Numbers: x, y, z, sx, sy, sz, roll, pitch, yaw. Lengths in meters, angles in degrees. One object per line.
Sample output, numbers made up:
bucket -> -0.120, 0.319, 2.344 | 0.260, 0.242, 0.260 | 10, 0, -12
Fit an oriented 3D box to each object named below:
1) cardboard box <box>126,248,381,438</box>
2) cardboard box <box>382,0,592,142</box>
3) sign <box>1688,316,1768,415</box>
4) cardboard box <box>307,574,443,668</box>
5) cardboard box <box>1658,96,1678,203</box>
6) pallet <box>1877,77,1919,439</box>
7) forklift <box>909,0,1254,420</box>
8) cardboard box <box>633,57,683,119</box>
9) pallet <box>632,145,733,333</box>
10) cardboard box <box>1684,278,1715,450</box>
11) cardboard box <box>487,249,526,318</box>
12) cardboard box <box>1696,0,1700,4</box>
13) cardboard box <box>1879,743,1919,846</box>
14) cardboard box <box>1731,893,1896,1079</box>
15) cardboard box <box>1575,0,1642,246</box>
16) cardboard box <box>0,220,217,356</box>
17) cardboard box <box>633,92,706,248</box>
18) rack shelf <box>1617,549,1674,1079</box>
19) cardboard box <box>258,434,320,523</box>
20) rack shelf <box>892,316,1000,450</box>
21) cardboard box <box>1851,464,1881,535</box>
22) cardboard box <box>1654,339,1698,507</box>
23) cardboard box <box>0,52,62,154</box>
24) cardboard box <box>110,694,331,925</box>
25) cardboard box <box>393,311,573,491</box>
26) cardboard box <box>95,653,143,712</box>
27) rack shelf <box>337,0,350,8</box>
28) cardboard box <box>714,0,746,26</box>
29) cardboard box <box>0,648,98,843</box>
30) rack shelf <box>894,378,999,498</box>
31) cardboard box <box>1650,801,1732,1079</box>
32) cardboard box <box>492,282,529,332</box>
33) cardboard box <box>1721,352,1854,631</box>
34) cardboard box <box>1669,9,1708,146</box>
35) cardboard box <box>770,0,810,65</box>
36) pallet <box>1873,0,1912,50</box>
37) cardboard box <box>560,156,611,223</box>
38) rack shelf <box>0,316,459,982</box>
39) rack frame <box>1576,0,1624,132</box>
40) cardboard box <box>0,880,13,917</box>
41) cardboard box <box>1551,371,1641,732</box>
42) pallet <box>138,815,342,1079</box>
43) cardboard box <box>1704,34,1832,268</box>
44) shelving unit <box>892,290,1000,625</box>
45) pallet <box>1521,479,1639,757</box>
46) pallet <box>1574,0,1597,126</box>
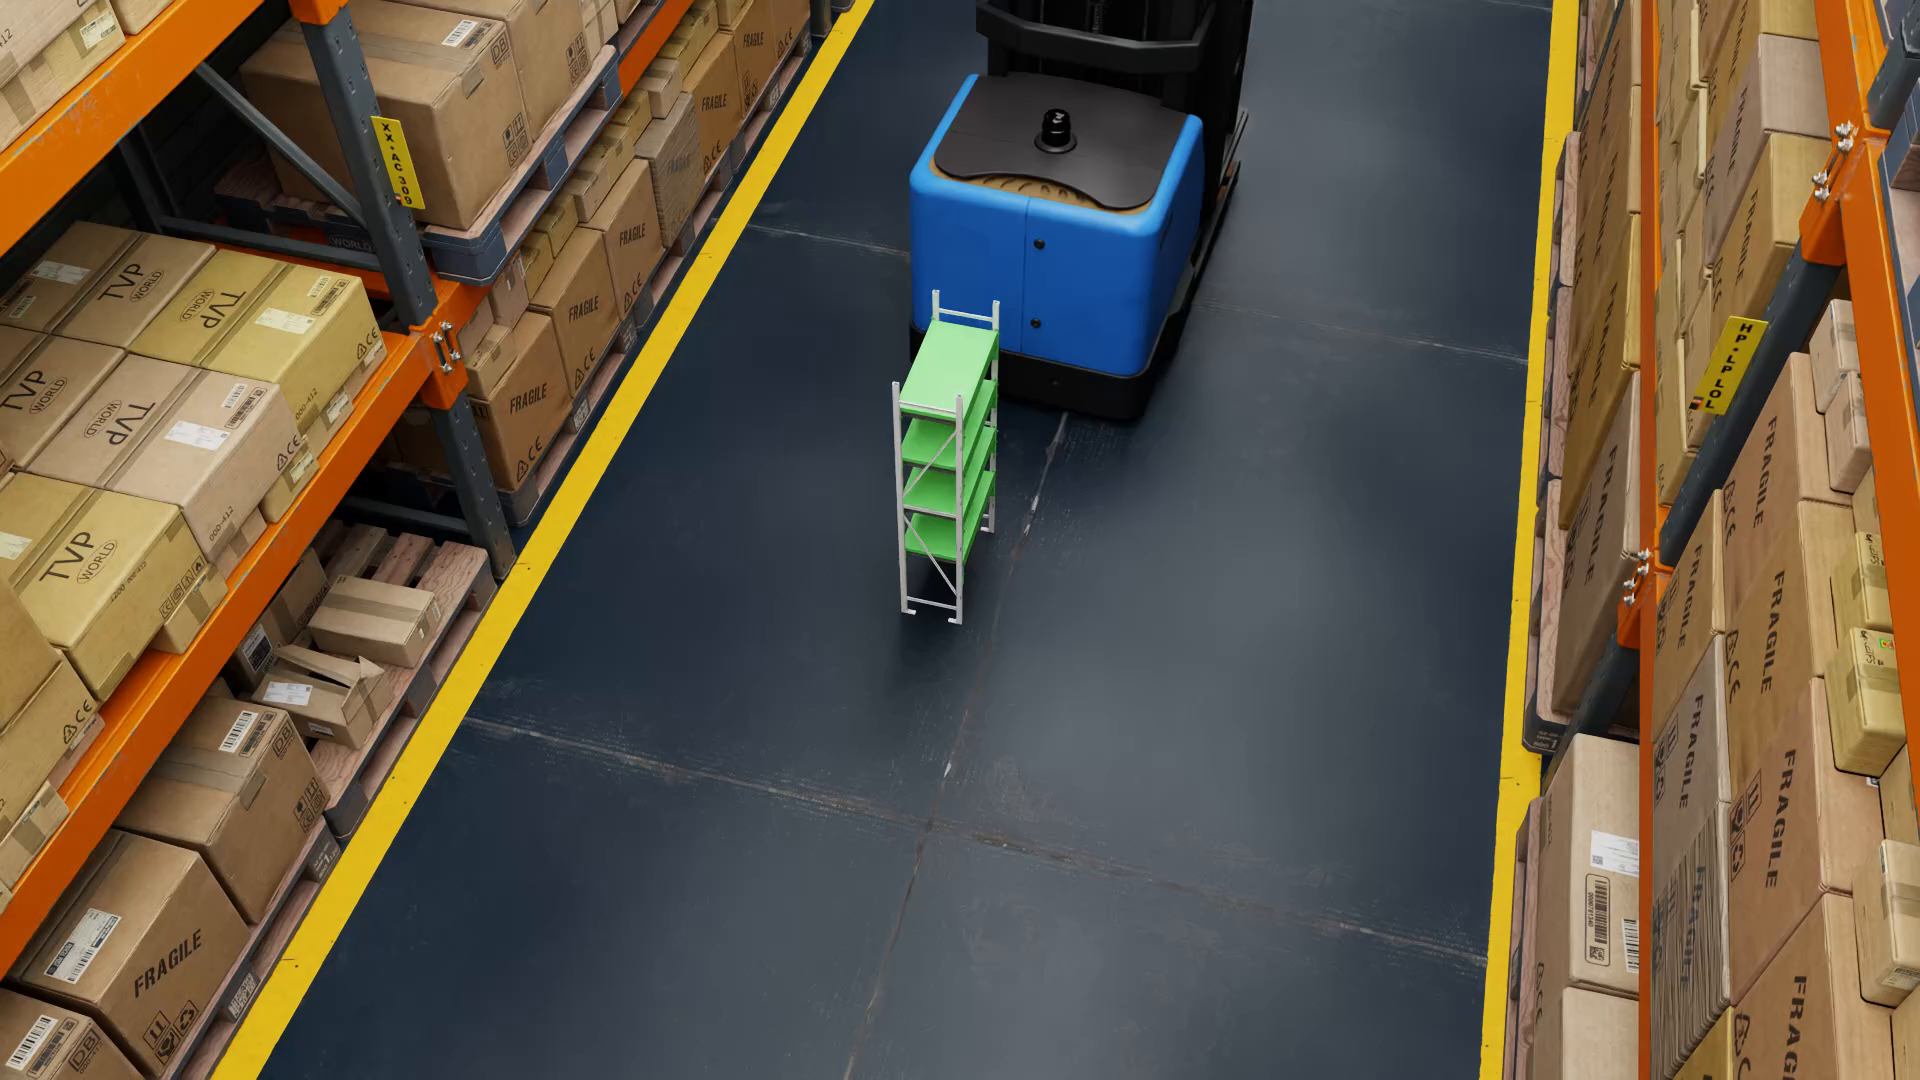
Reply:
cardboard box -> -2.153, -0.605, 5.103 | 0.500, 0.250, 0.500 | 13, 50, 11
cardboard box -> -1.775, -1.825, 5.932 | 0.700, 0.500, 0.500 | 12, 50, 10
sign -> 2.009, -0.452, 4.348 | 0.100, 0.325, 0.005 | 12, 50, 10
cardboard box -> -2.118, 0.293, 6.031 | 0.380, 0.149, 0.250 | 10, 49, 9
cardboard box -> 2.828, -1.424, 6.025 | 0.500, 0.250, 0.500 | 12, 50, 10
pallet -> 2.310, -0.369, 3.052 | 1.003, 0.211, 1.213 | 12, 50, 10
forklift -> 0.734, -2.609, 7.017 | 1.130, 2.935, 3.031 | 14, 50, 12
cardboard box -> -1.463, -2.031, 7.415 | 0.380, 0.149, 0.250 | 9, 49, 8
pallet -> -1.757, -1.531, 7.879 | 1.003, 0.211, 1.213 | 12, 50, 10
cardboard box -> 2.417, -0.478, 4.857 | 0.500, 0.250, 0.500 | 12, 50, 10
cardboard box -> -1.881, -1.002, 6.308 | 0.380, 0.149, 0.250 | 9, 49, 8
cardboard box -> 2.950, -2.212, 5.887 | 0.500, 0.500, 0.500 | 13, 50, 11
cardboard box -> 1.914, 0.537, 3.028 | 0.380, 0.149, 0.250 | 11, 50, 10
cardboard box -> 1.757, 1.034, 3.022 | 0.500, 0.500, 0.500 | 11, 50, 10
cardboard box -> 3.326, -1.841, 7.430 | 0.875, 0.875, 0.875 | 11, 50, 10
cardboard box -> -2.645, -0.716, 5.202 | 0.500, 0.250, 0.500 | 11, 50, 10
cardboard box -> -1.501, -1.711, 7.565 | 0.500, 0.500, 0.500 | 10, 49, 9
rack shelf -> 2.009, 1.689, 3.657 | 1.077, 0.370, 4.000 | 12, 50, 10
cardboard box -> -2.187, -0.223, 5.033 | 0.380, 0.149, 0.250 | 13, 50, 11
rack shelf -> -0.044, -0.553, 5.801 | 0.258, 0.148, 0.480 | 12, 50, 10
cardboard box -> 2.123, -0.015, 3.515 | 0.380, 0.149, 0.250 | 11, 49, 10
cardboard box -> 2.410, -0.320, 5.051 | 0.500, 0.250, 0.500 | 10, 49, 9
cardboard box -> -2.279, -1.018, 3.733 | 0.380, 0.149, 0.250 | 11, 50, 10
cardboard box -> -2.519, 0.824, 5.328 | 0.700, 0.500, 0.500 | 10, 49, 9
cardboard box -> -1.910, -0.590, 6.576 | 0.500, 0.500, 0.500 | 14, 50, 12
cardboard box -> -2.498, 0.316, 4.557 | 0.380, 0.149, 0.250 | 12, 50, 11
rack shelf -> -1.728, -3.173, 5.948 | 1.077, 0.370, 4.000 | 12, 50, 10
cardboard box -> -1.241, -2.600, 7.917 | 0.380, 0.149, 0.250 | 10, 49, 9
cardboard box -> -2.551, 0.491, 4.136 | 0.500, 0.250, 0.500 | 10, 49, 9
rack shelf -> -0.044, -0.394, 5.981 | 0.258, 0.148, 0.480 | 12, 50, 10
cardboard box -> 1.886, 0.981, 3.736 | 0.500, 0.500, 0.500 | 12, 50, 10
cardboard box -> -1.905, -0.921, 6.436 | 0.380, 0.149, 0.250 | 10, 49, 9
cardboard box -> 2.176, -0.063, 3.990 | 0.500, 0.500, 0.500 | 12, 50, 10
cardboard box -> 2.790, -1.591, 5.839 | 0.500, 0.250, 0.500 | 12, 50, 11
cardboard box -> -1.105, -2.829, 8.552 | 0.500, 0.500, 0.500 | 13, 50, 11
pallet -> 2.729, -1.598, 4.205 | 0.805, 0.209, 1.217 | 10, 49, 9
cardboard box -> -1.687, -1.484, 6.932 | 0.380, 0.149, 0.250 | 11, 50, 10
rack shelf -> -2.781, 0.712, 4.519 | 1.077, 0.370, 4.000 | 12, 50, 10
rack frame -> 3.588, -2.889, 7.218 | 1.000, 3.000, 0.127 | 12, 50, 10
cardboard box -> -2.569, 0.898, 4.043 | 0.380, 0.149, 0.250 | 10, 49, 9
cardboard box -> 2.621, 0.104, 5.713 | 0.875, 0.875, 0.875 | 13, 50, 11
pallet -> -2.755, 1.332, 5.352 | 1.003, 0.211, 1.213 | 12, 50, 10
cardboard box -> 2.540, -1.108, 4.912 | 0.500, 0.500, 0.500 | 12, 50, 11
shelving unit -> -0.044, -0.277, 6.113 | 0.258, 1.200, 0.503 | 12, 50, 10
pallet -> 2.666, 0.354, 6.215 | 1.003, 0.211, 1.213 | 12, 50, 10
pallet -> 3.795, -2.531, 8.762 | 1.003, 0.211, 1.213 | 12, 50, 10
